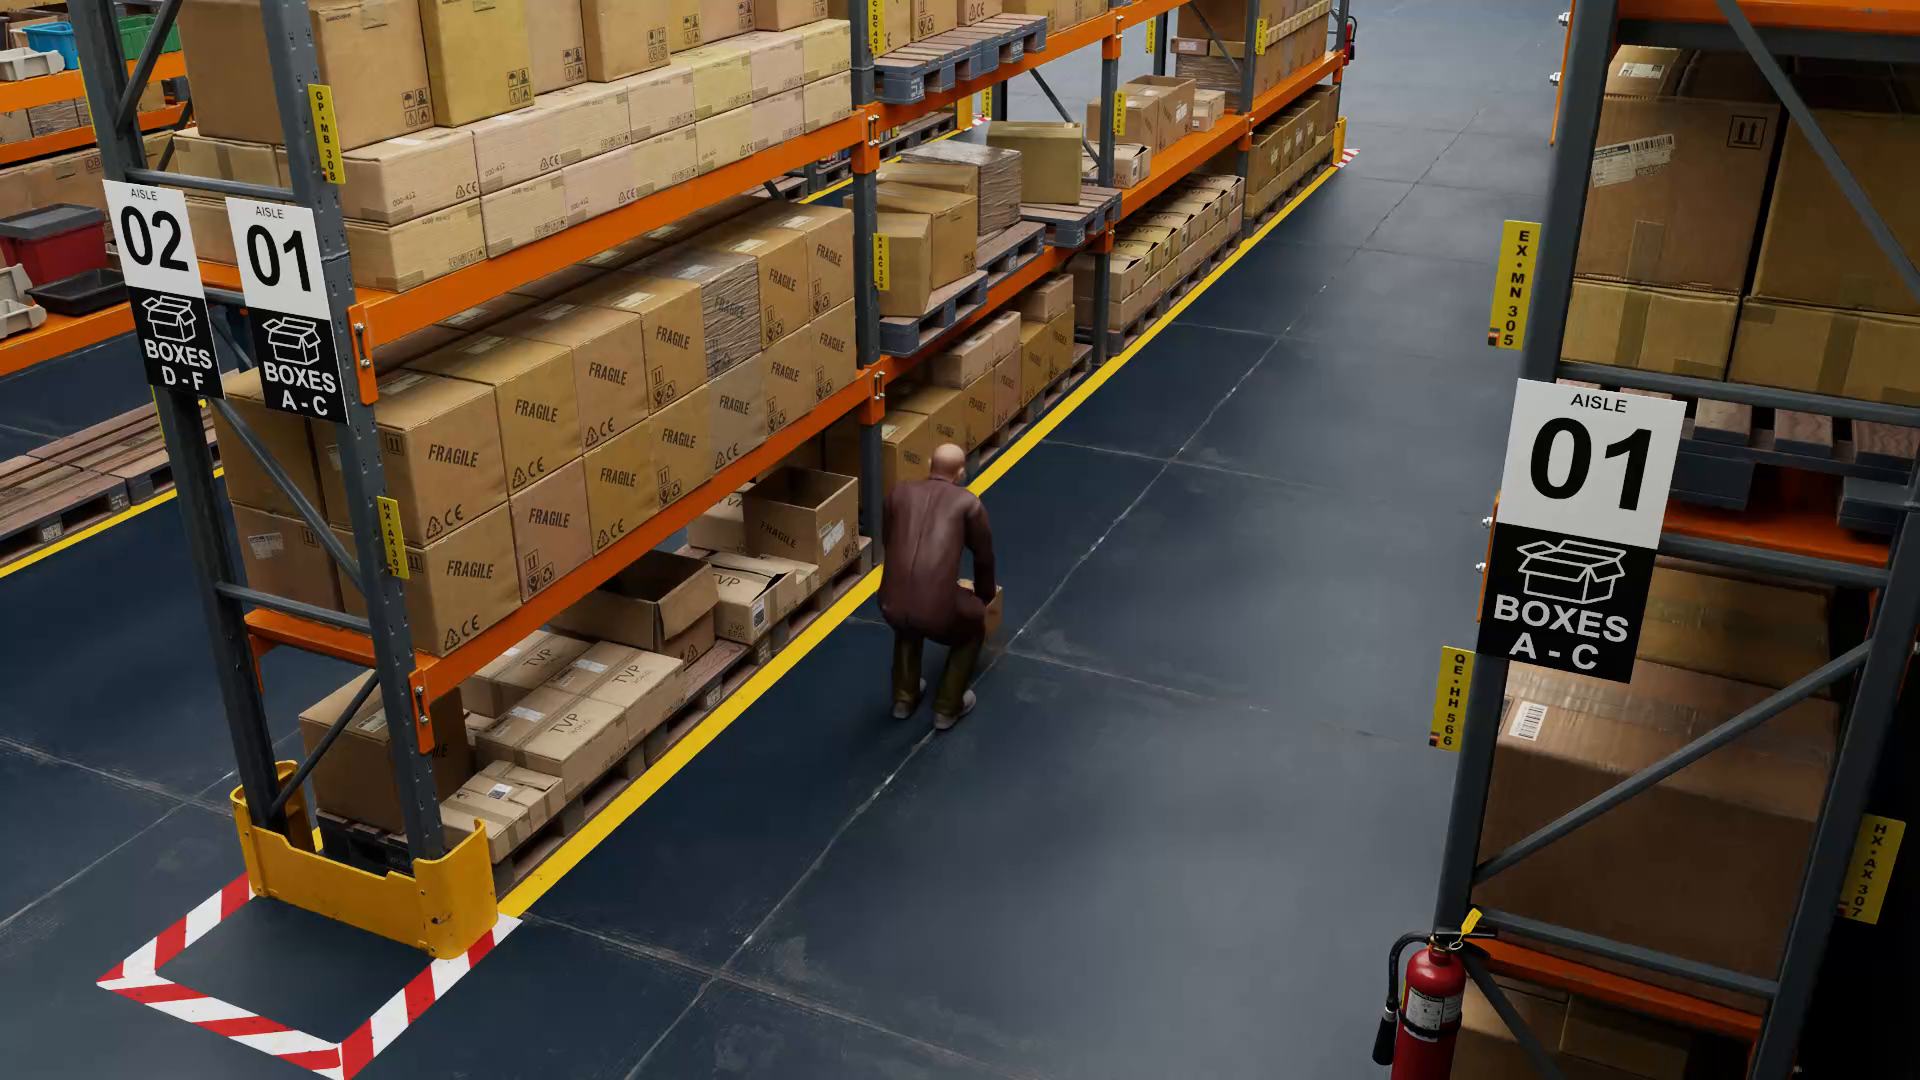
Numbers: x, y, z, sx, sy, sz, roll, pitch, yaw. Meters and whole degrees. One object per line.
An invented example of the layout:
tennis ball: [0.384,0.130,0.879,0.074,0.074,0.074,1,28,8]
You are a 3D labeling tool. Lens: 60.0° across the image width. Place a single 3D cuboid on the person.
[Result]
person: [-0.158,0.246,8.564,0.631,1.395,0.735,11,28,22]
